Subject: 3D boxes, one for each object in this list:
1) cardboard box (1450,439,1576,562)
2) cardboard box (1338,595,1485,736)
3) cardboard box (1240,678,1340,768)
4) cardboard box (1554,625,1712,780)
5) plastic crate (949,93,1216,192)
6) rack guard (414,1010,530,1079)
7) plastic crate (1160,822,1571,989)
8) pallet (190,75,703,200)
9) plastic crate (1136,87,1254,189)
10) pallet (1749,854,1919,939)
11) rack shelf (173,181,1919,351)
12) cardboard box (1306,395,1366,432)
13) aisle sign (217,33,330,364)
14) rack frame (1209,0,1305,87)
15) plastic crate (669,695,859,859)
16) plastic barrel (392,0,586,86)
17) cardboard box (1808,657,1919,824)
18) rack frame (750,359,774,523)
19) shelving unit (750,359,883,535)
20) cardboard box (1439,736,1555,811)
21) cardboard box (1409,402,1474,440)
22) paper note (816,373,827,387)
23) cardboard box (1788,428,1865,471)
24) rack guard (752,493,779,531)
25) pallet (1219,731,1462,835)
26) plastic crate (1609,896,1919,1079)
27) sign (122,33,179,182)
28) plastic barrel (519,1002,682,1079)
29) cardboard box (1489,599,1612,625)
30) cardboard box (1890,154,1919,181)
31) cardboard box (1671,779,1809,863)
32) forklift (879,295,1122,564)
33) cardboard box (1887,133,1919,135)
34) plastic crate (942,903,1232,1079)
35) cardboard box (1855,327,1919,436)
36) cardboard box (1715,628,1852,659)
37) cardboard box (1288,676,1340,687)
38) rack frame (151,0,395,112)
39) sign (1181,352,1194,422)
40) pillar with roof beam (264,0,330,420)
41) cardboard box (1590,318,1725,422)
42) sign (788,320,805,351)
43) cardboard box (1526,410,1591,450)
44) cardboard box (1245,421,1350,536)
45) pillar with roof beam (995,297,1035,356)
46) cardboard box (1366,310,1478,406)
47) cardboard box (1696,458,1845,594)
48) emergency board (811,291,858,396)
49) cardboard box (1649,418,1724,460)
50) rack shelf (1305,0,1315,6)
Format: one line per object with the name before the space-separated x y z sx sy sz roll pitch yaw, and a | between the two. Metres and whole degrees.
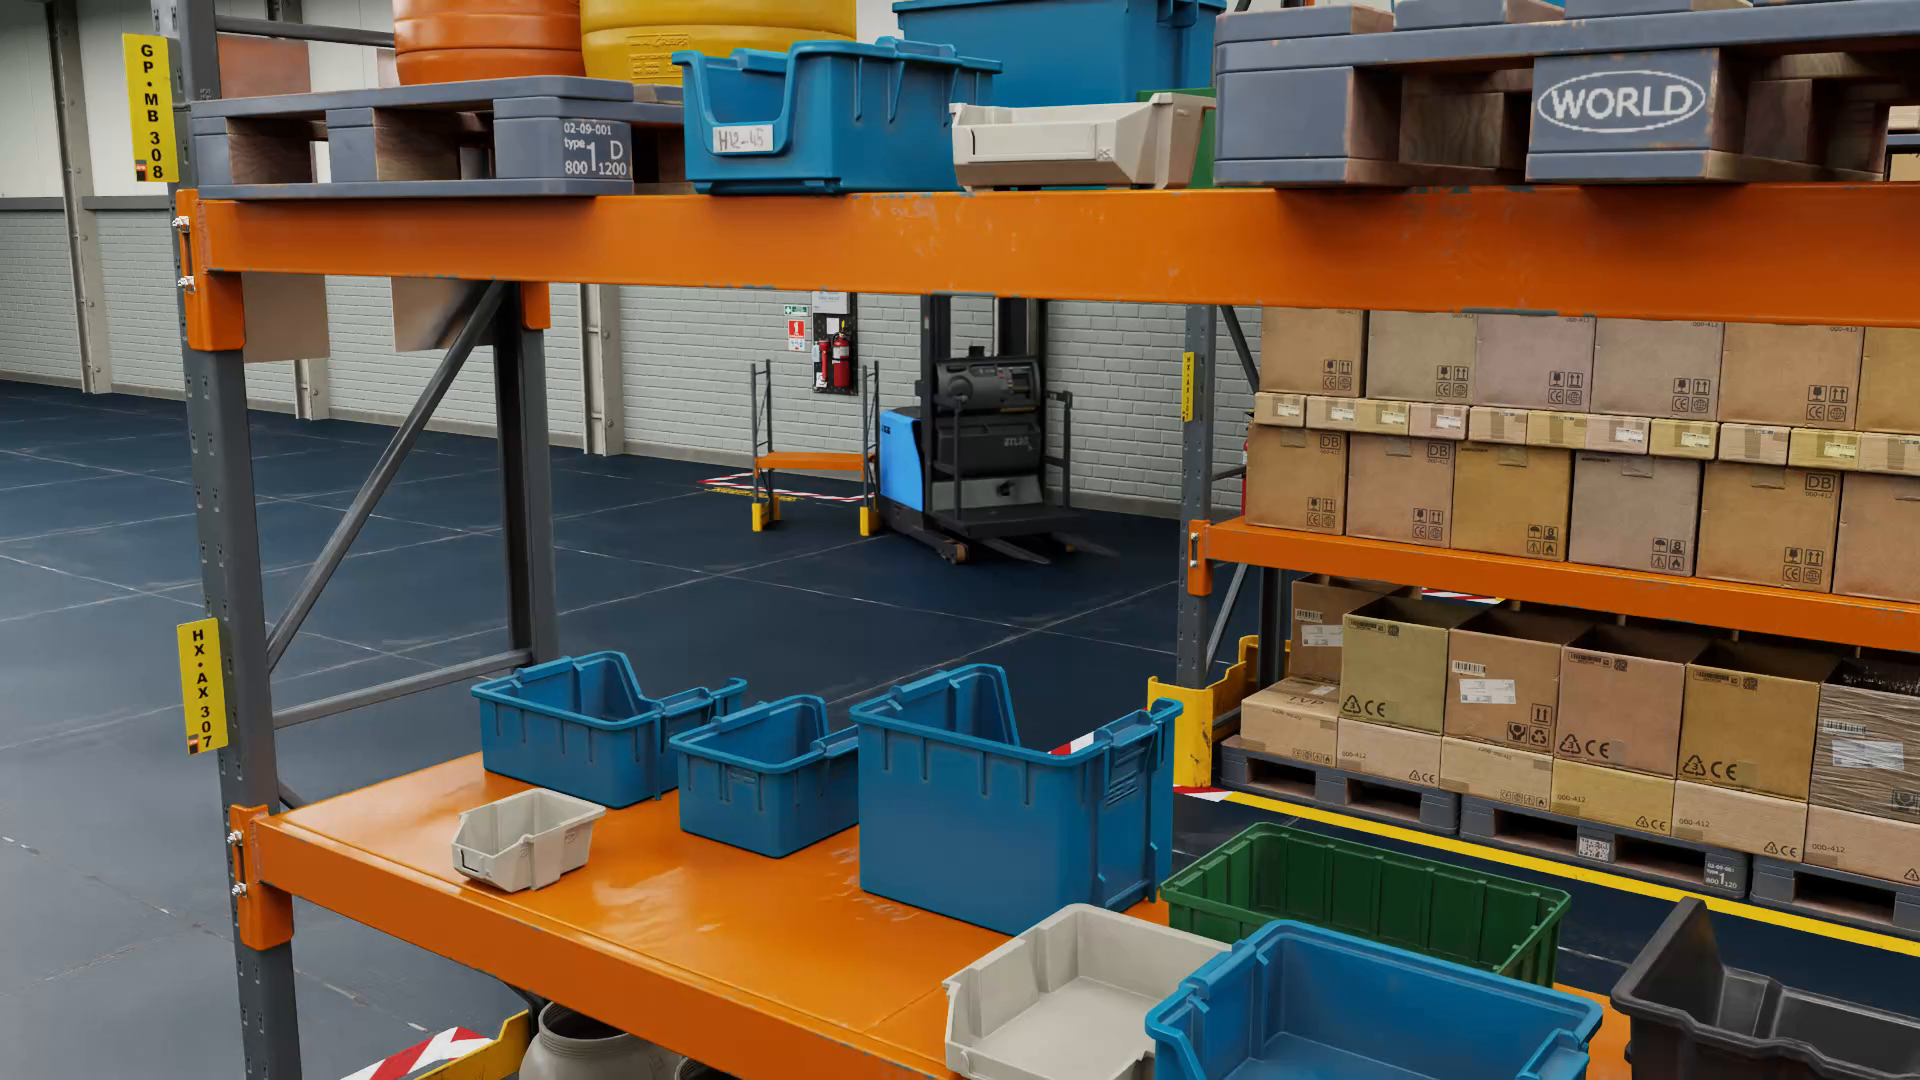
cardboard box | 2.608 -0.228 7.549 0.500 0.500 0.700 8 14 36
cardboard box | 2.121 0.577 7.808 0.500 0.500 0.500 8 13 36
cardboard box | 1.717 0.889 8.168 0.500 0.250 0.500 8 13 36
cardboard box | 2.925 0.690 7.223 0.500 0.500 0.500 8 13 36
plastic crate | 0.173 -0.603 2.546 0.396 0.136 0.243 8 13 36
rack guard | -1.429 1.638 4.748 0.348 0.500 1.175 8 13 36
plastic crate | 0.779 0.767 3.225 0.662 0.188 0.450 8 13 36
pallet | -0.910 -0.863 3.692 1.213 0.211 1.003 8 13 36
plastic crate | 0.595 -0.729 3.060 0.450 0.188 0.336 8 13 36
pallet | 4.024 1.374 6.870 1.213 0.211 1.003 8 13 36
rack shelf | 0.094 -0.485 3.138 4.000 0.370 1.077 8 13 36
cardboard box | 1.820 -0.610 7.814 0.250 0.149 0.380 8 13 34
aisle sign | -1.750 -0.830 4.080 0.004 0.787 0.394 8 13 36
rack frame | 1.416 -3.294 7.865 0.127 3.000 1.000 8 13 36
plastic crate | -0.418 0.567 4.095 0.408 0.251 0.499 8 13 36
plastic barrel | -1.052 -1.445 3.970 0.708 0.830 0.600 8 13 36
cardboard box | 3.741 0.800 6.657 0.500 0.500 0.500 8 13 36
rack frame | -1.791 -0.870 15.076 0.032 1.500 0.500 2 11 10
shelving unit | -1.283 -0.851 14.982 1.083 1.500 0.587 2 11 10
cardboard box | 2.525 1.001 7.590 0.500 0.250 0.500 8 13 36
cardboard box | 2.222 -0.553 7.519 0.250 0.149 0.380 8 13 35
paper note | -1.485 -1.717 17.829 0.142 0.148 0.016 8 13 36
cardboard box | 3.475 -0.379 6.620 0.250 0.149 0.380 8 13 35
rack guard | -1.772 -0.255 15.191 0.087 0.250 0.587 2 11 10
pallet | 2.058 1.100 8.288 1.213 0.211 1.003 8 13 36
plastic crate | 1.359 0.811 2.603 0.504 0.338 0.767 8 13 36
sign | -1.848 -0.984 3.799 0.005 0.325 0.100 8 13 36
plastic barrel | -0.943 1.487 4.392 0.421 0.512 0.421 0 11 0
cardboard box | 2.840 0.552 7.939 0.500 0.500 0.500 8 13 36
cardboard box | 6.147 -2.324 10.430 0.500 0.500 0.500 7 13 33
cardboard box | 3.329 1.114 7.005 0.500 0.250 0.500 8 13 36
forklift | 0.325 -1.336 13.717 1.130 2.935 3.031 -5 12 -23
cardboard box | 3.955 -1.761 6.596 0.500 0.311 0.500 7 13 32
plastic crate | 0.247 0.845 2.961 0.437 0.136 0.530 8 13 36
cardboard box | 3.871 -0.691 6.523 0.500 0.500 0.700 8 13 35
cardboard box | 3.646 0.664 7.359 0.500 0.500 0.500 8 13 36
cardboard box | 2.024 0.810 8.578 0.500 0.250 0.500 8 13 36
rack frame | -1.518 -2.536 3.947 0.127 3.000 1.000 8 13 36
sign | 1.083 -0.728 7.909 0.005 0.325 0.100 8 13 36
pillar with roof beam | -11.634 -5.471 19.119 0.400 9.000 9.100 8 13 36
cardboard box | 3.066 -0.803 7.105 0.500 0.500 0.700 8 14 36
sign | -1.768 -2.215 17.987 0.234 0.329 0.001 8 13 36
cardboard box | 2.645 -0.495 7.218 0.250 0.149 0.380 8 13 35
cardboard box | 1.785 -0.343 8.144 0.500 0.500 0.700 8 14 36
pillar with roof beam | -1.962 -4.122 12.145 0.400 9.000 9.100 8 13 36
cardboard box | 2.255 -0.916 7.689 0.500 0.500 0.700 8 13 34
cardboard box | 3.448 -0.112 6.950 0.500 0.500 0.700 8 14 36
emergency board | -1.383 -2.119 17.588 0.643 1.169 0.194 8 13 36
cardboard box | 3.056 -0.437 6.919 0.250 0.149 0.380 8 14 37
rack shelf | 3.029 -2.520 6.809 4.000 0.370 1.077 8 13 36
